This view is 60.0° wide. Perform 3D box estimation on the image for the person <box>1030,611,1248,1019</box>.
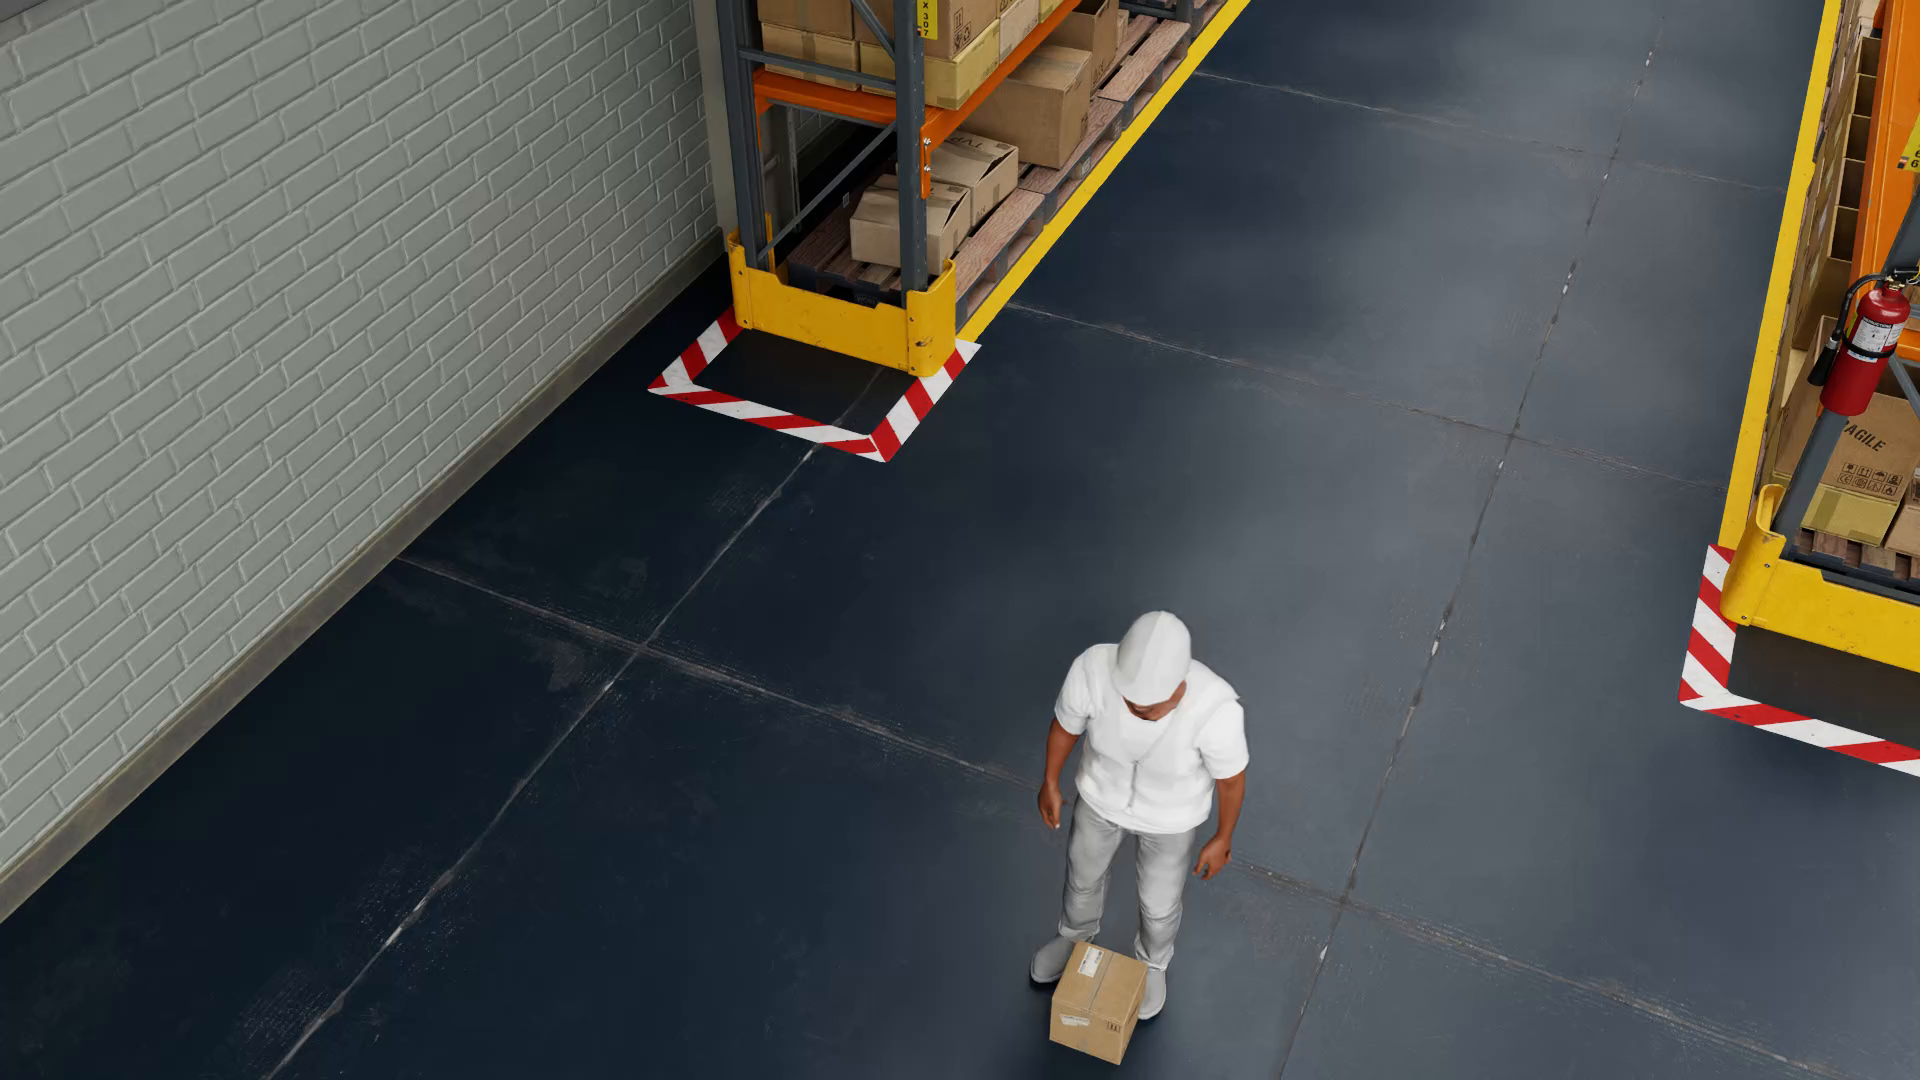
[{"bbox_3d":[0.549,0.844,5.201,0.635,1.760,0.462,16,44,18],"label":"person"}]
